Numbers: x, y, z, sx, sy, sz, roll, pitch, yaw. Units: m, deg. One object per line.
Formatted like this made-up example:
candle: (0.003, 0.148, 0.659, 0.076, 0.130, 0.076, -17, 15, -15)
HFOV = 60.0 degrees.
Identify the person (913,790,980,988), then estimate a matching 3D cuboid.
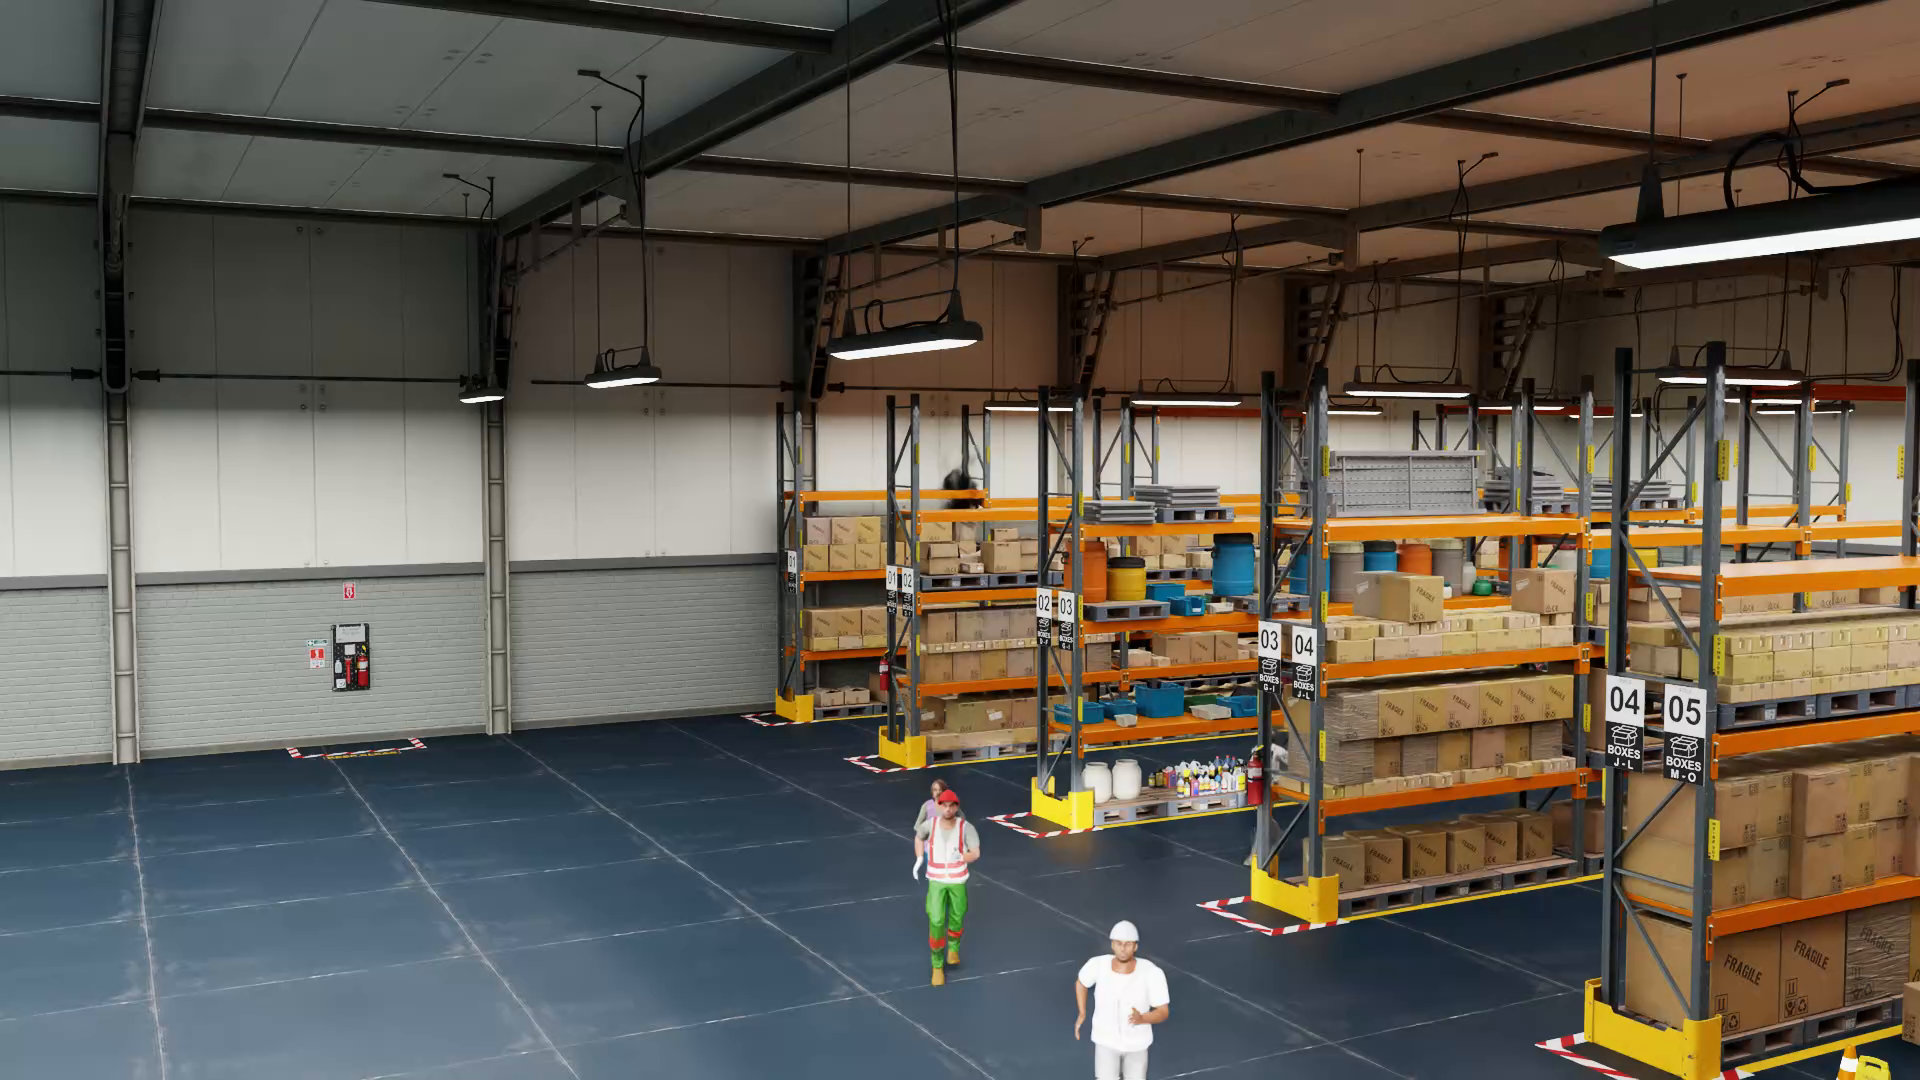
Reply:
person: (-0.130, 3.347, 16.180, 0.646, 1.847, 0.798, 0, 3, -2)

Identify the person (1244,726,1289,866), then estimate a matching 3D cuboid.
person: (3.800, 3.122, 20.679, 0.850, 1.719, 0.570, -2, 4, -37)

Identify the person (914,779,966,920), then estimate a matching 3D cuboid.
person: (-0.224, 3.358, 17.858, 0.538, 1.597, 0.849, 0, 3, 3)

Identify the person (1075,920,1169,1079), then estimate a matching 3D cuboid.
person: (1.149, 3.615, 11.824, 0.670, 1.821, 0.757, 0, 3, 6)
